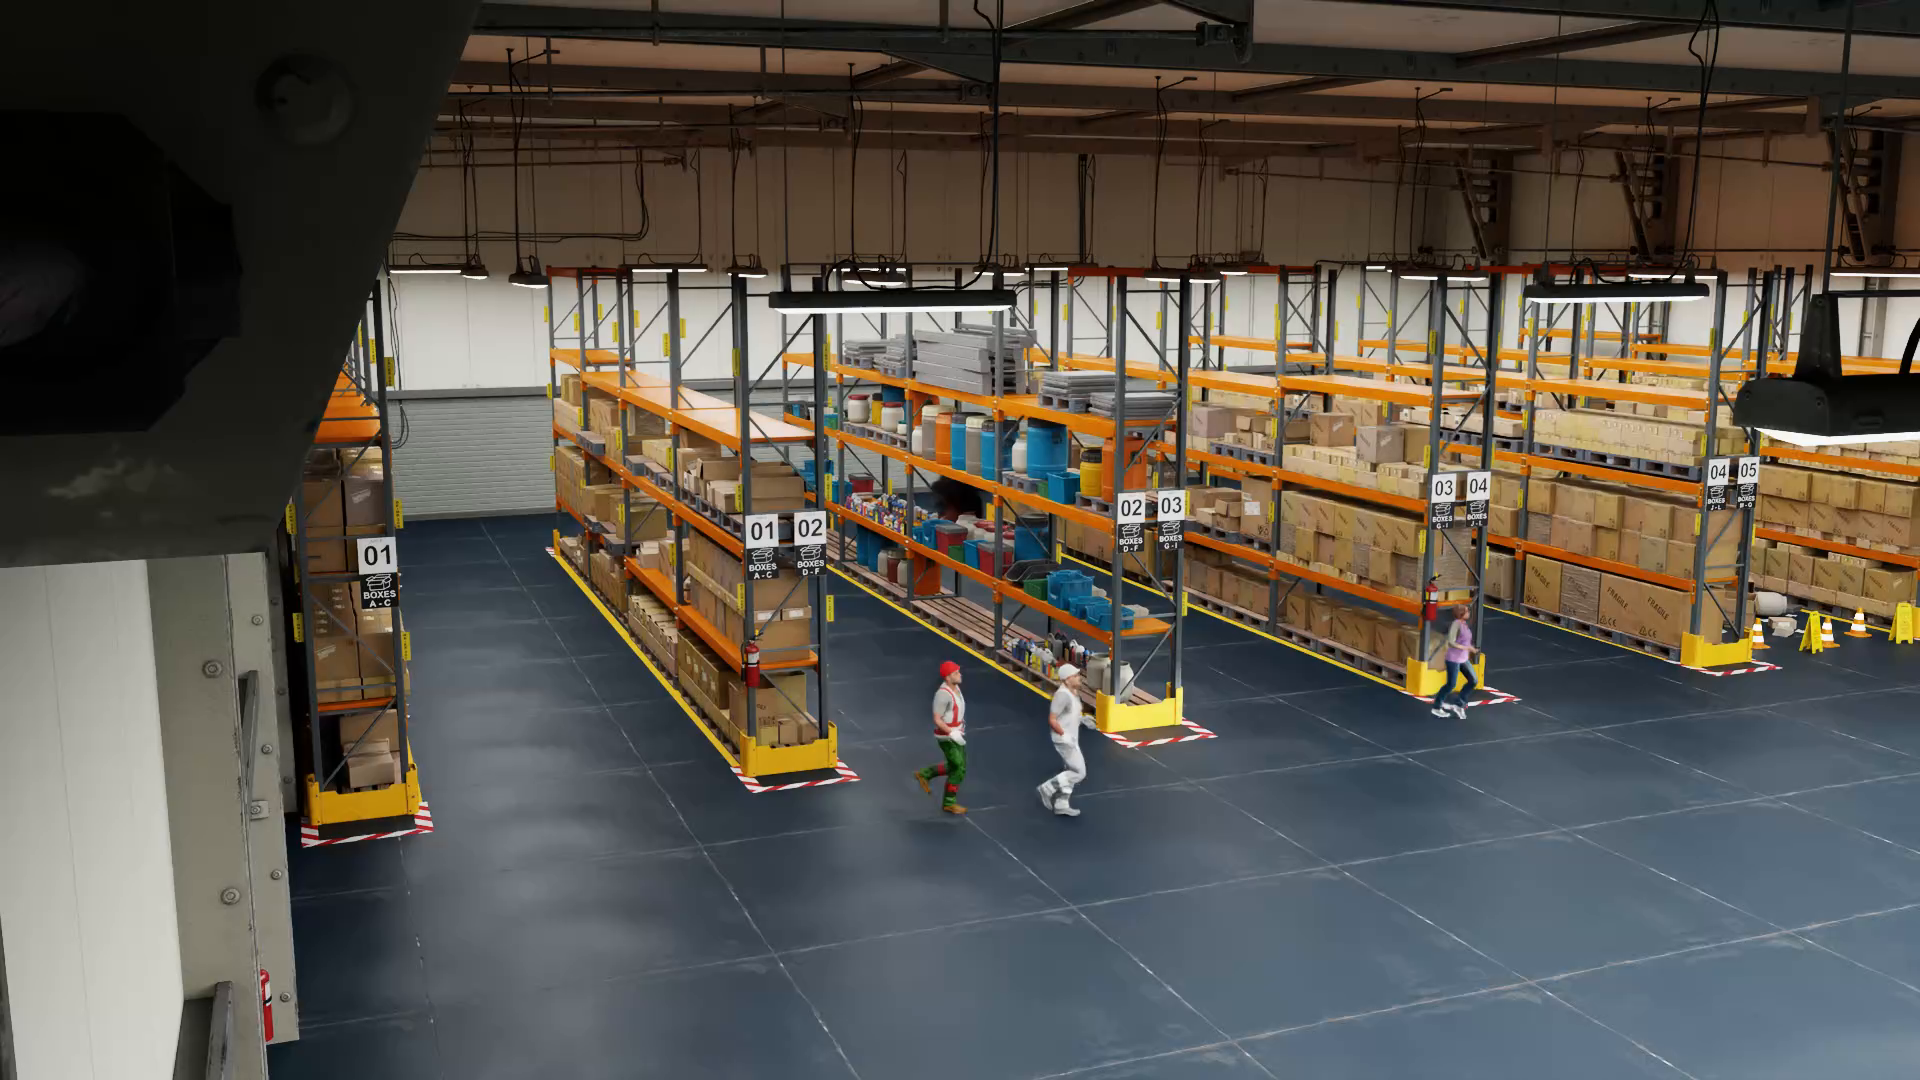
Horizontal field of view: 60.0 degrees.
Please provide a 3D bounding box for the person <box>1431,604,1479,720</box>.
[{"bbox_3d":[6.782,1.661,22.609,0.609,1.617,0.580,8,13,39],"label":"person"}]

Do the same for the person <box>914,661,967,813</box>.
[{"bbox_3d":[-0.204,2.222,18.902,0.664,1.763,0.674,2,10,13],"label":"person"}]

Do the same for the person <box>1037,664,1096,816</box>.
[{"bbox_3d":[1.206,2.246,18.763,0.632,1.751,0.644,2,10,9],"label":"person"}]
